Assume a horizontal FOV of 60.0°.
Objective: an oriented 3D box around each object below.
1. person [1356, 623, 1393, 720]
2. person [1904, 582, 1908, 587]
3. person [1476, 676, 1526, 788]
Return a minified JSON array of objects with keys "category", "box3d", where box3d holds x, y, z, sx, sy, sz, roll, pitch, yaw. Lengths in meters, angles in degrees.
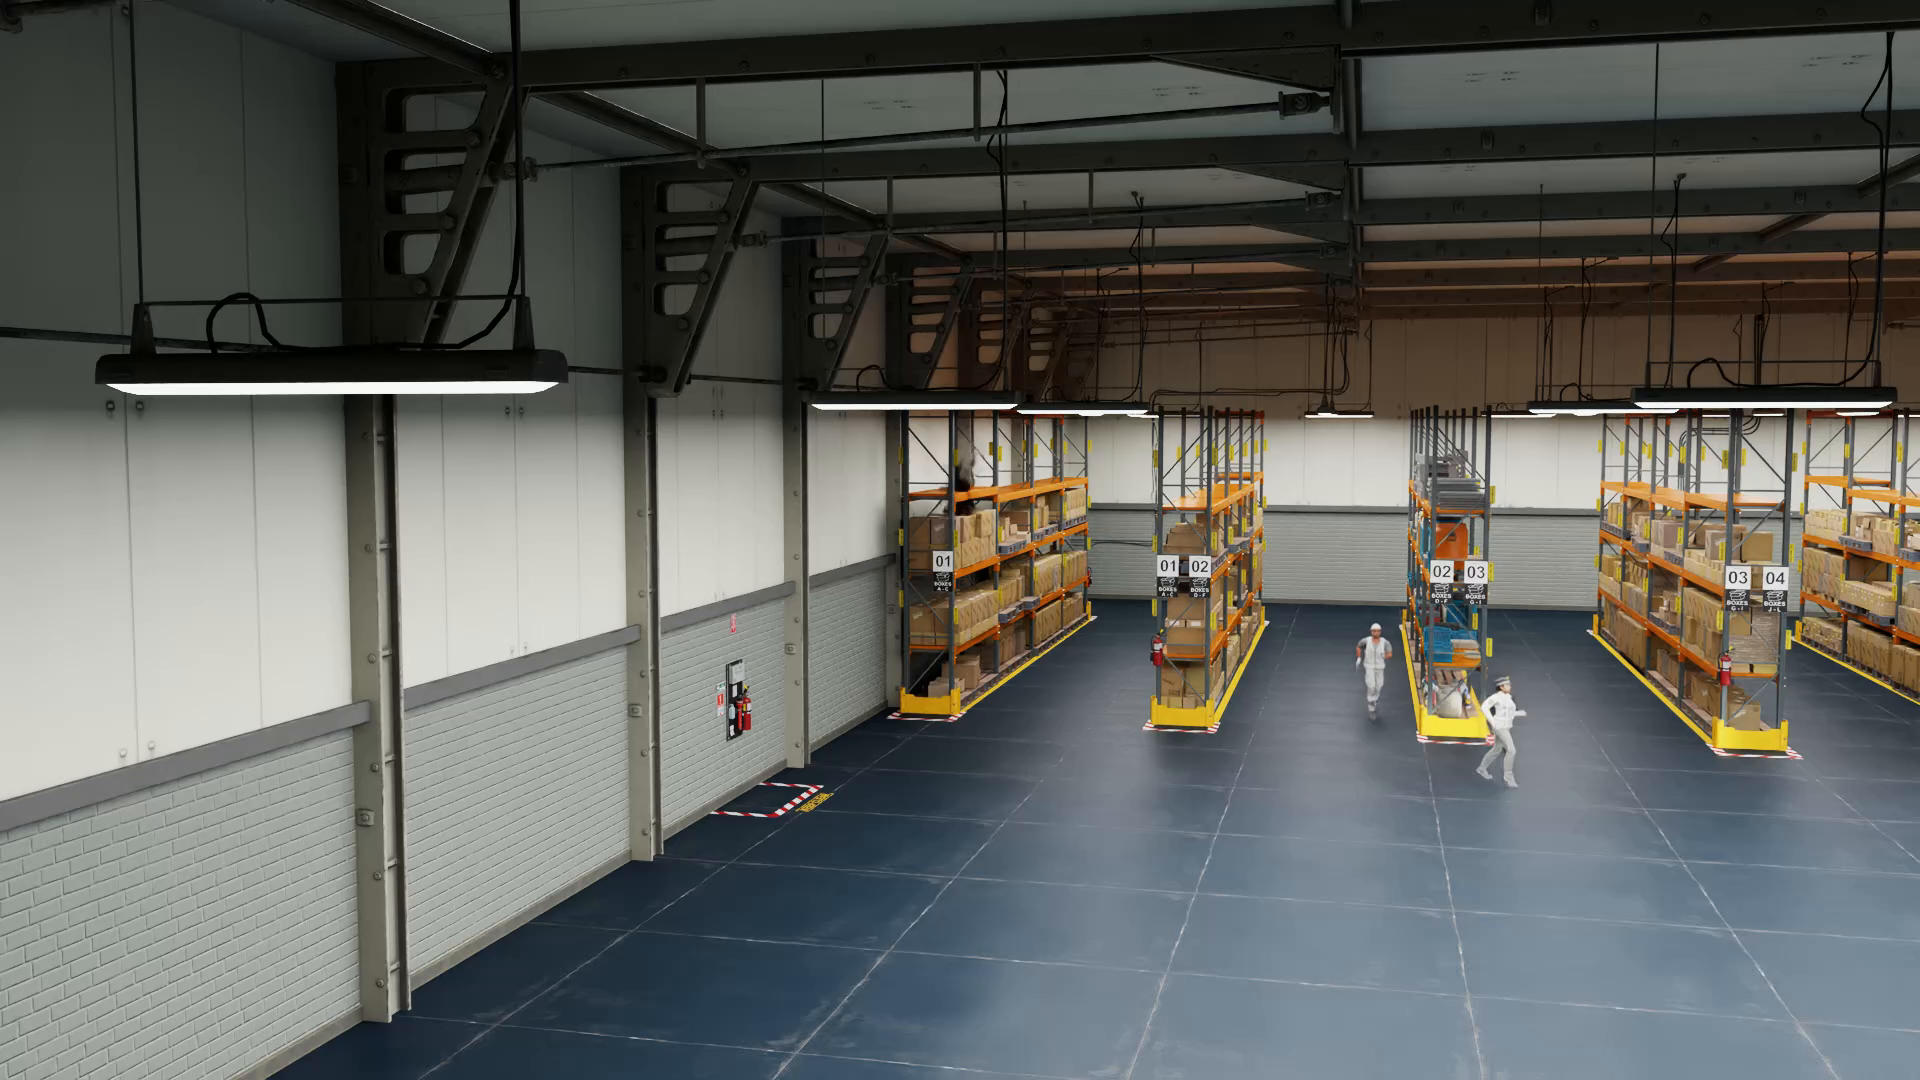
[{"category":"person","box3d":[7.997,2.522,32.091,0.643,1.844,0.876,0,4,3]},{"category":"person","box3d":[23.525,1.904,41.266,0.661,1.745,0.733,0,4,5]},{"category":"person","box3d":[8.520,3.004,26.186,0.753,1.755,0.595,3,5,37]}]
